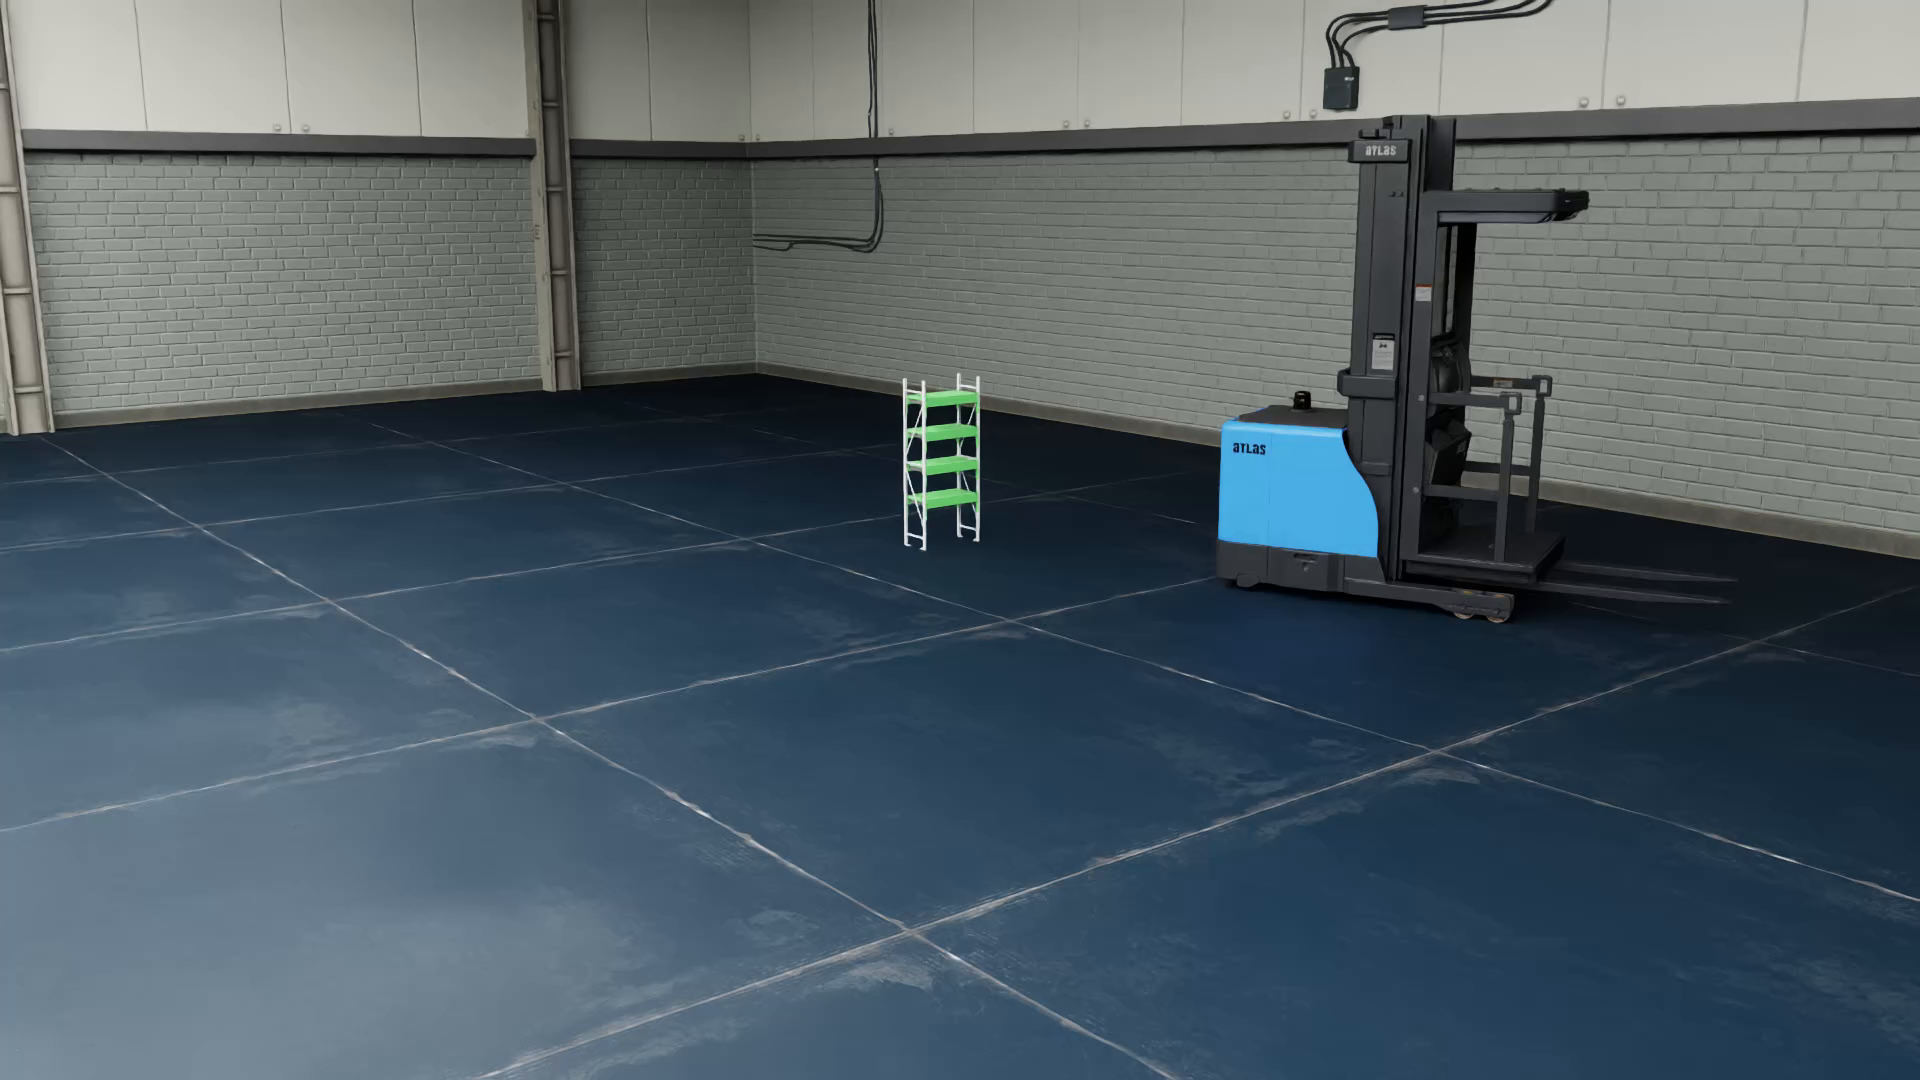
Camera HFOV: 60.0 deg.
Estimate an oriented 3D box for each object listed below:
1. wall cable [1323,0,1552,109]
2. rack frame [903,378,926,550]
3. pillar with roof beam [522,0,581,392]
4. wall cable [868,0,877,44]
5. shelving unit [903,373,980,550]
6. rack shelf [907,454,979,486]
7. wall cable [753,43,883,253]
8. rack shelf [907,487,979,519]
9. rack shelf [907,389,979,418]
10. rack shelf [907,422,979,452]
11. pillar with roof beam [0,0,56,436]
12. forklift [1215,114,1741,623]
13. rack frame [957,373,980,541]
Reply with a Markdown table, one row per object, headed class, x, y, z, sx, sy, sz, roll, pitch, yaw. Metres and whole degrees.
| class | x | y | z | sx | sy | sz | roll | pitch | yaw |
| --- | --- | --- | --- | --- | --- | --- | --- | --- | --- |
| wall cable | 3.986 | -6.600 | 13.359 | 0.169 | 6.003 | 2.305 | -9 | 15 | -38 |
| rack frame | -0.320 | -0.534 | 11.754 | 0.015 | 1.200 | 0.240 | -9 | 15 | -38 |
| pillar with roof beam | -2.369 | -5.612 | 16.895 | 0.400 | 9.000 | 9.100 | -9 | 15 | -38 |
| wall cable | -0.242 | -6.991 | 18.705 | 0.112 | 2.526 | 3.097 | -9 | 15 | -38 |
| shelving unit | -0.129 | -0.565 | 11.903 | 0.503 | 1.200 | 0.258 | -9 | 15 | -38 |
| rack shelf | -0.129 | -0.503 | 11.916 | 0.480 | 0.148 | 0.258 | -9 | 15 | -38 |
| wall cable | -1.932 | -4.960 | 21.296 | 0.112 | 2.526 | 3.097 | -9 | 15 | -38 |
| rack shelf | -0.129 | -0.268 | 11.966 | 0.480 | 0.148 | 0.258 | -9 | 15 | -38 |
| rack shelf | -0.129 | -0.972 | 11.817 | 0.480 | 0.148 | 0.258 | -9 | 15 | -38 |
| rack shelf | -0.129 | -0.738 | 11.866 | 0.480 | 0.148 | 0.258 | -9 | 15 | -38 |
| pillar with roof beam | -7.054 | -4.834 | 13.229 | 0.400 | 9.000 | 9.100 | -9 | 15 | -38 |
| forklift | 3.182 | -1.071 | 10.115 | 3.031 | 2.935 | 1.130 | 7 | 14 | 28 |
| rack frame | 0.061 | -0.597 | 12.052 | 0.015 | 1.200 | 0.240 | -9 | 15 | -38 |
